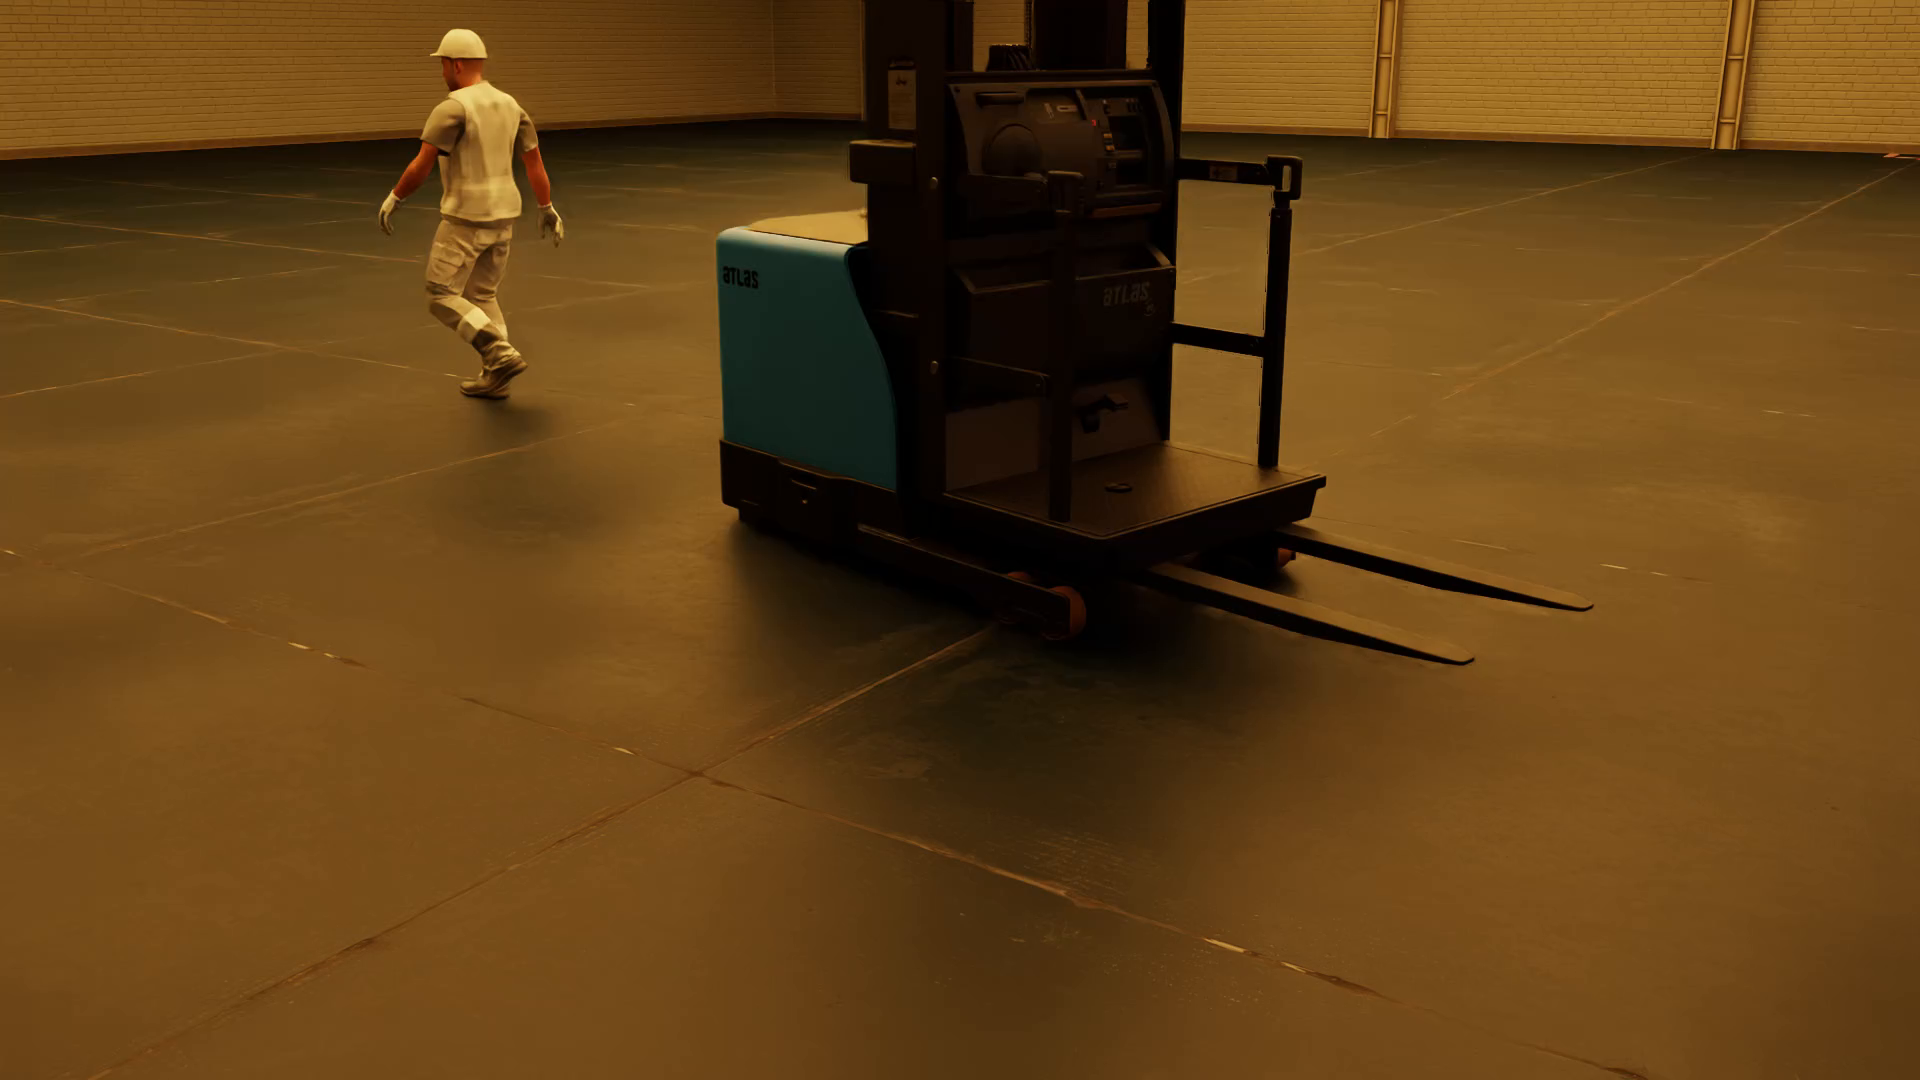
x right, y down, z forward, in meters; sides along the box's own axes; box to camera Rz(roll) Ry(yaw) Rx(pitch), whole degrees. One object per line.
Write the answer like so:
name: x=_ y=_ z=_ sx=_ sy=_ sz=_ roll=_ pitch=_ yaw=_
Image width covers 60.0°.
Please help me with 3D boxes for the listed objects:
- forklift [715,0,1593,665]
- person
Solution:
forklift: x=0.477 y=-1.268 z=5.072 sx=1.130 sy=2.935 sz=3.031 roll=-15 pitch=22 yaw=-40
person: x=-2.314 y=-1.541 z=8.019 sx=0.590 sy=1.766 sz=0.812 roll=7 pitch=18 yaw=22
